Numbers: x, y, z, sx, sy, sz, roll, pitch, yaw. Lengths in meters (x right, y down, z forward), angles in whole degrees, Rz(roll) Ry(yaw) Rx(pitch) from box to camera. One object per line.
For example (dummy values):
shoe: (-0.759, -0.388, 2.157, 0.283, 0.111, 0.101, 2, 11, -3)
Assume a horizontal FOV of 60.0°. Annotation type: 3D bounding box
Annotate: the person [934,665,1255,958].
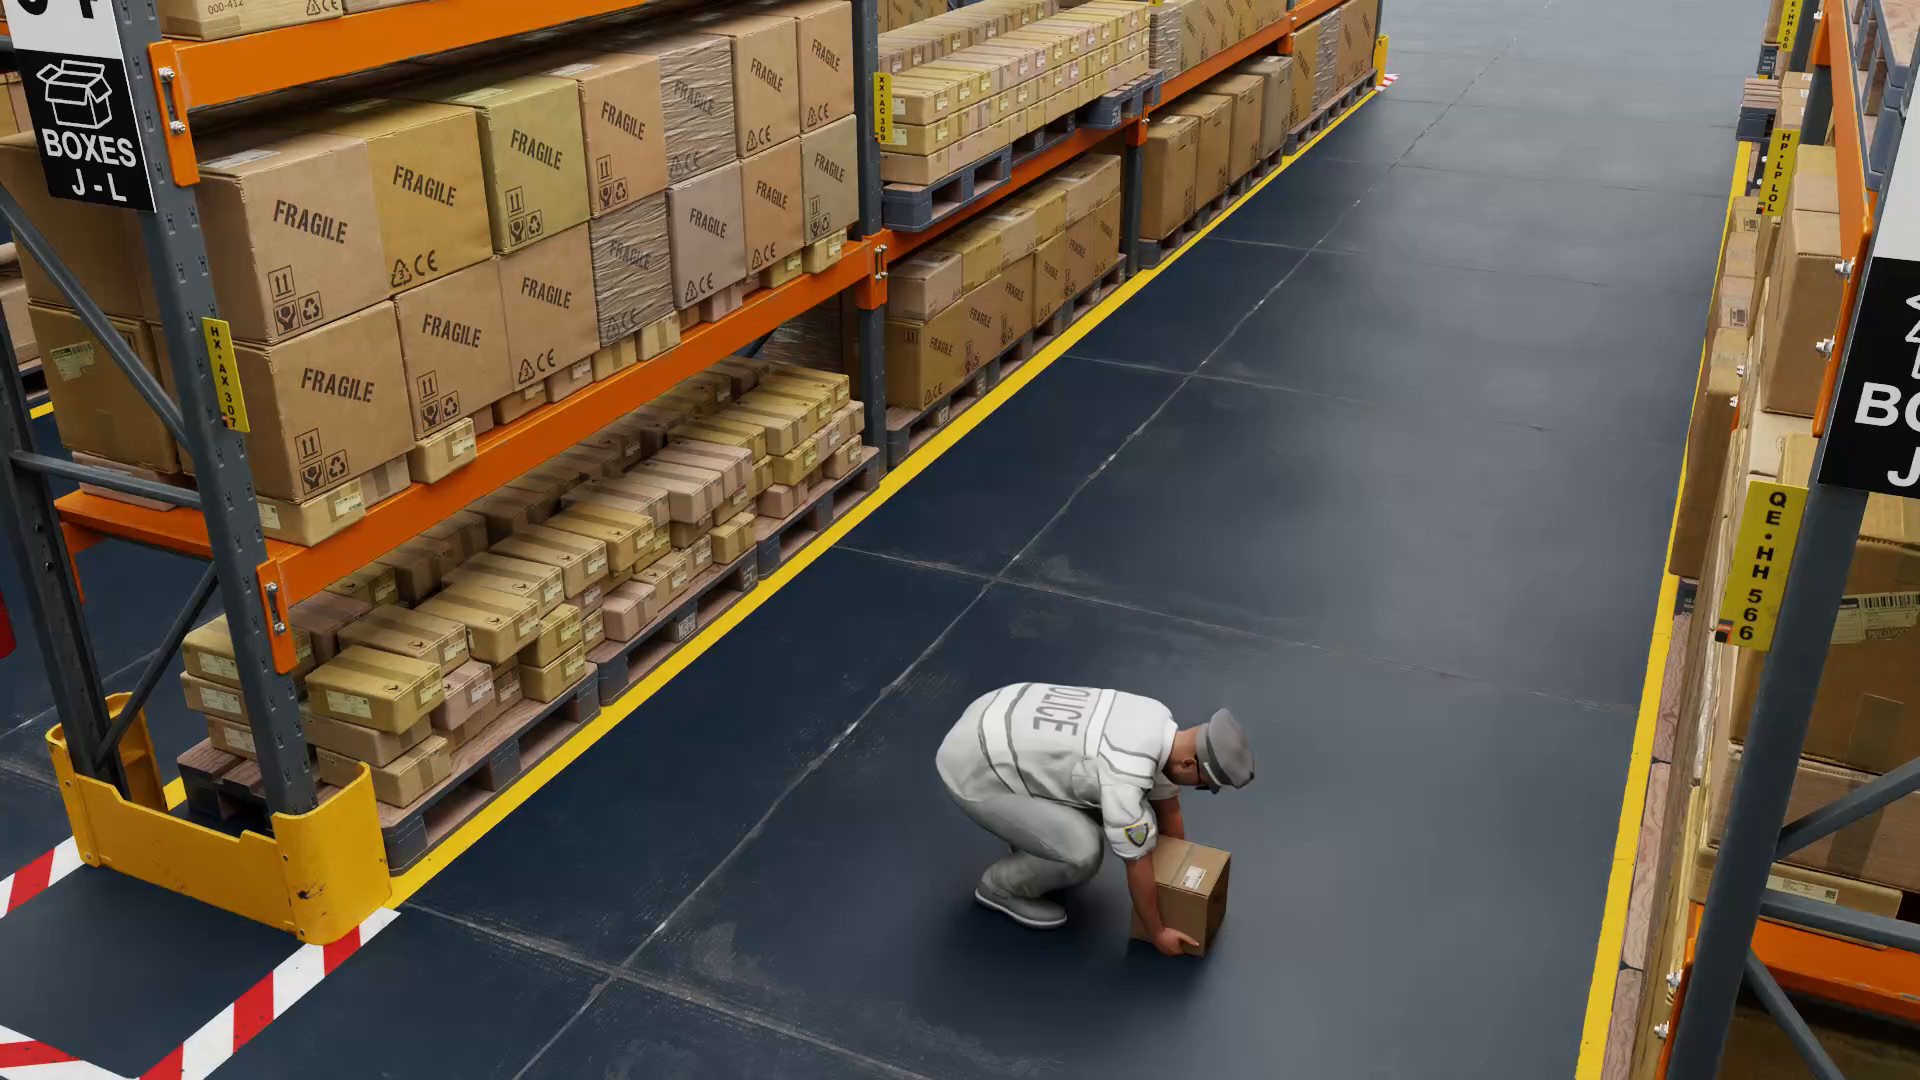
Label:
person: (0.434, 0.856, 5.435, 1.032, 0.839, 0.534, 10, 28, 20)
